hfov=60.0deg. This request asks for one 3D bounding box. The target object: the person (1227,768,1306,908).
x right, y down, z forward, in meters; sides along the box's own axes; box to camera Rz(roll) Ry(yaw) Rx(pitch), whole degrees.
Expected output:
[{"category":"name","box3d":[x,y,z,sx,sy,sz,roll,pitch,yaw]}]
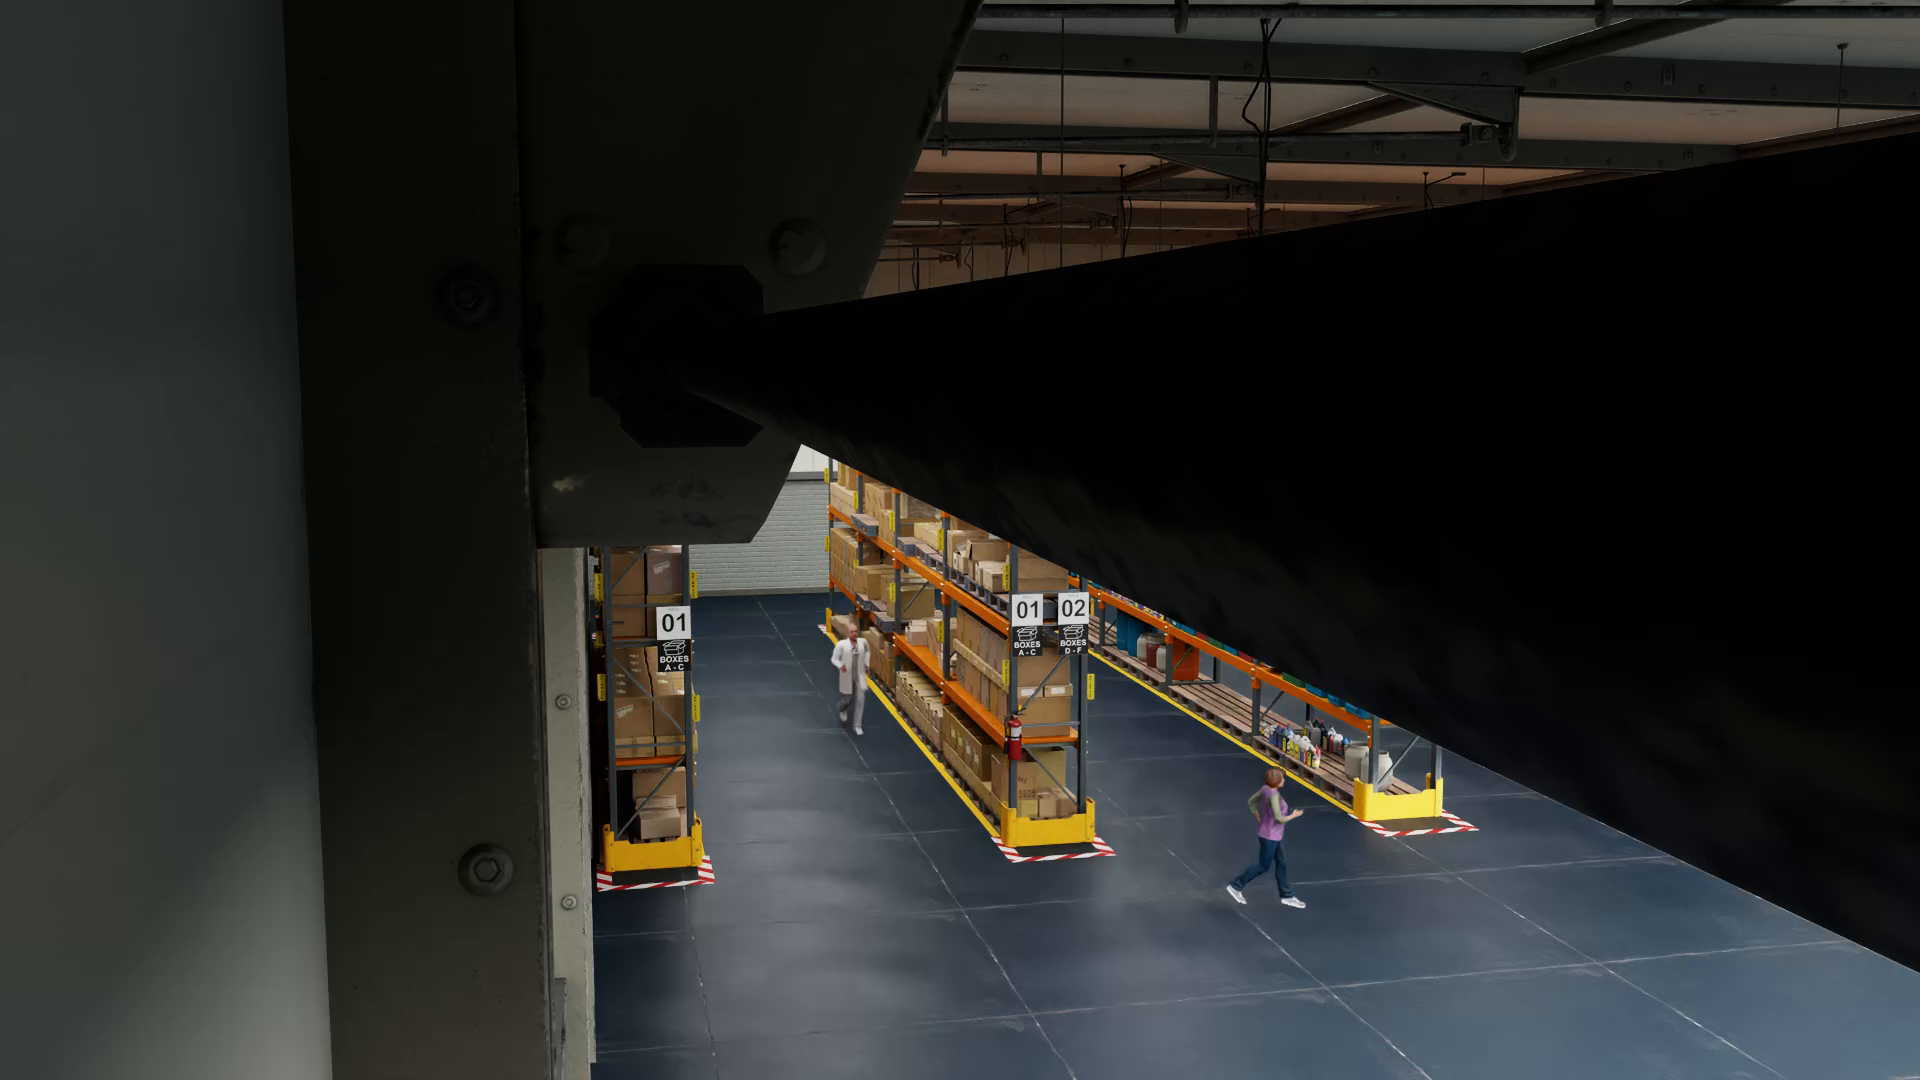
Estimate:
[{"category":"person","box3d":[3.424,3.436,18.542,0.890,1.357,0.534,0,7,3]}]

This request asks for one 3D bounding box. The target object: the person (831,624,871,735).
[{"category":"person","box3d":[-1.767,2.234,27.157,0.694,1.763,0.991,-2,7,-18]}]
